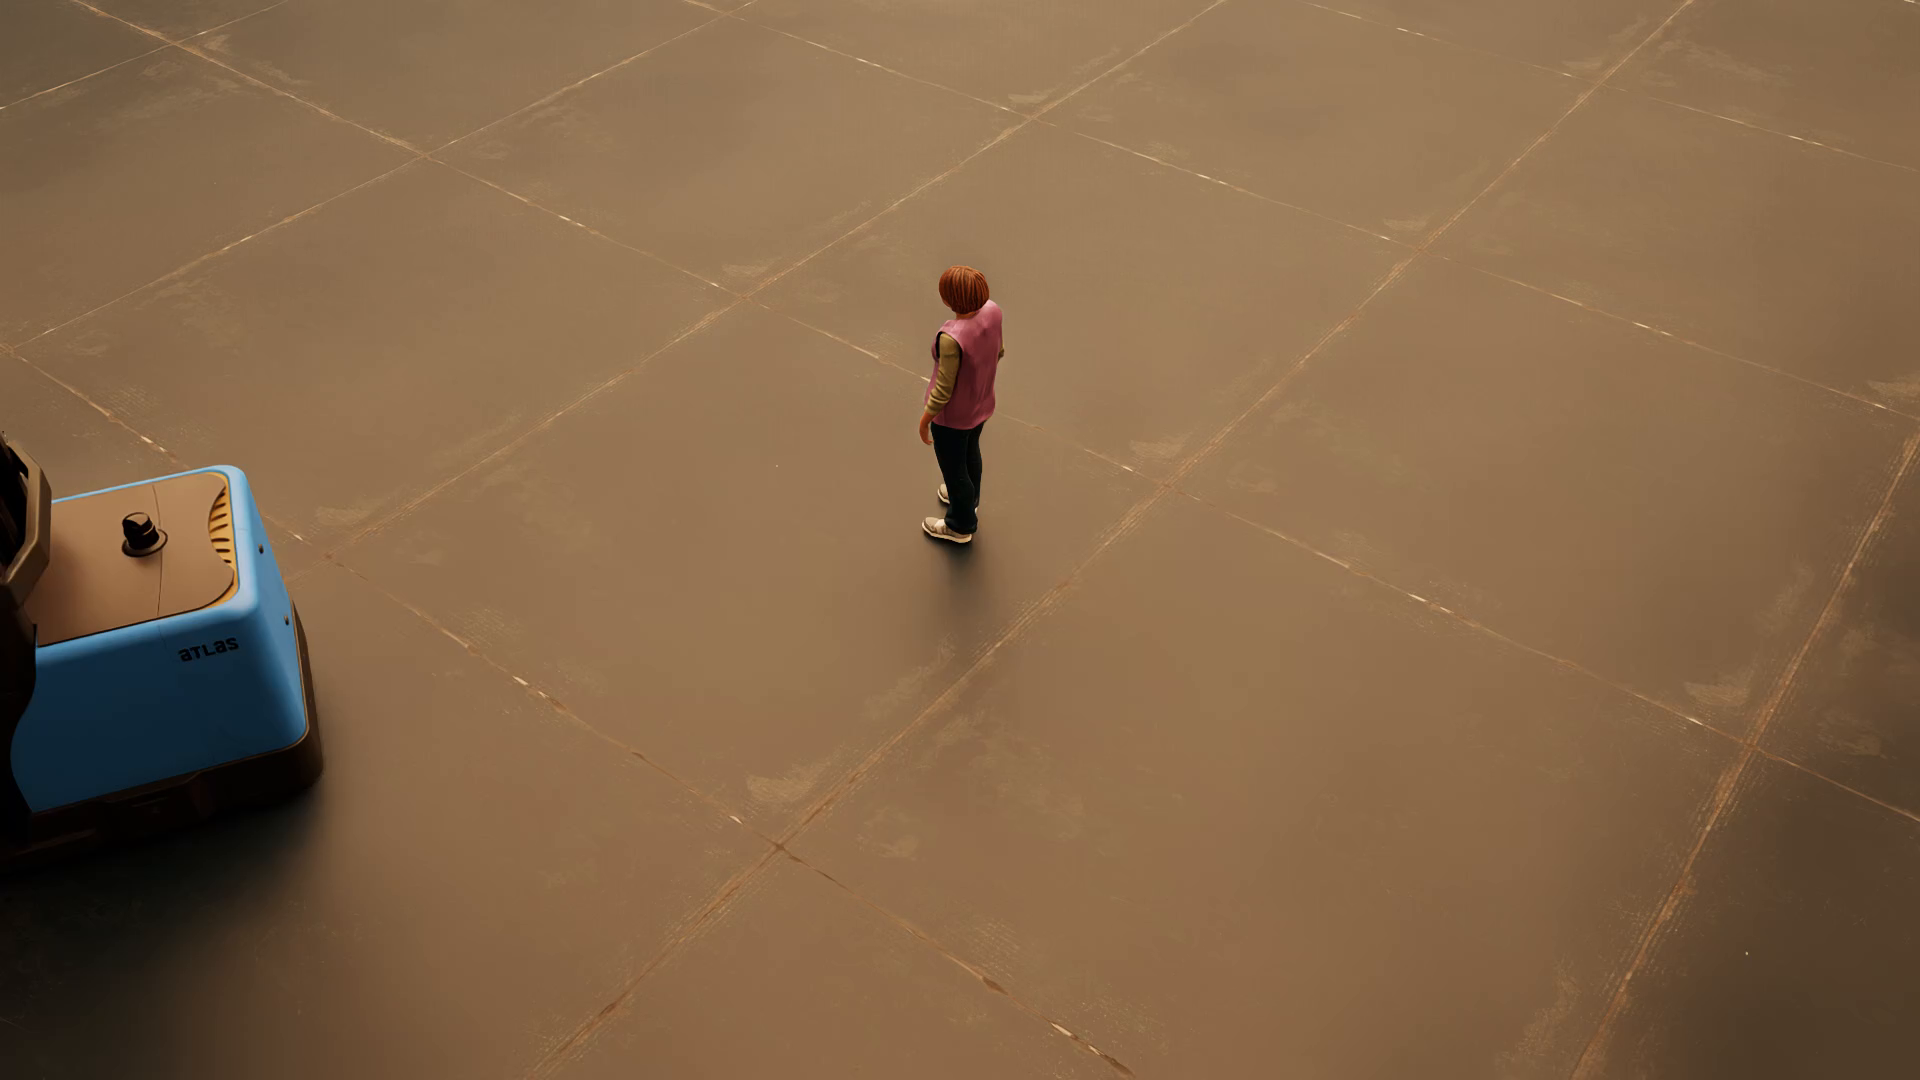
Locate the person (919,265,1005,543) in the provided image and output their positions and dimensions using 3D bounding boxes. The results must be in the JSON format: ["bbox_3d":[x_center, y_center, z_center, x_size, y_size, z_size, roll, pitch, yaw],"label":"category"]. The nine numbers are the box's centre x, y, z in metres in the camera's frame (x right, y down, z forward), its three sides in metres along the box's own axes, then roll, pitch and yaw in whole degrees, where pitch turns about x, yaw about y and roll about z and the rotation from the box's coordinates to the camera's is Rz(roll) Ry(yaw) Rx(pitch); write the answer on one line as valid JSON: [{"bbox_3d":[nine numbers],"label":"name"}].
[{"bbox_3d":[-0.051,-0.650,7.853,0.473,1.599,0.520,26,47,28],"label":"person"}]

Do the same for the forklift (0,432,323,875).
[{"bbox_3d":[-4.281,0.004,6.069,3.031,2.935,1.130,-14,43,-16],"label":"forklift"}]
